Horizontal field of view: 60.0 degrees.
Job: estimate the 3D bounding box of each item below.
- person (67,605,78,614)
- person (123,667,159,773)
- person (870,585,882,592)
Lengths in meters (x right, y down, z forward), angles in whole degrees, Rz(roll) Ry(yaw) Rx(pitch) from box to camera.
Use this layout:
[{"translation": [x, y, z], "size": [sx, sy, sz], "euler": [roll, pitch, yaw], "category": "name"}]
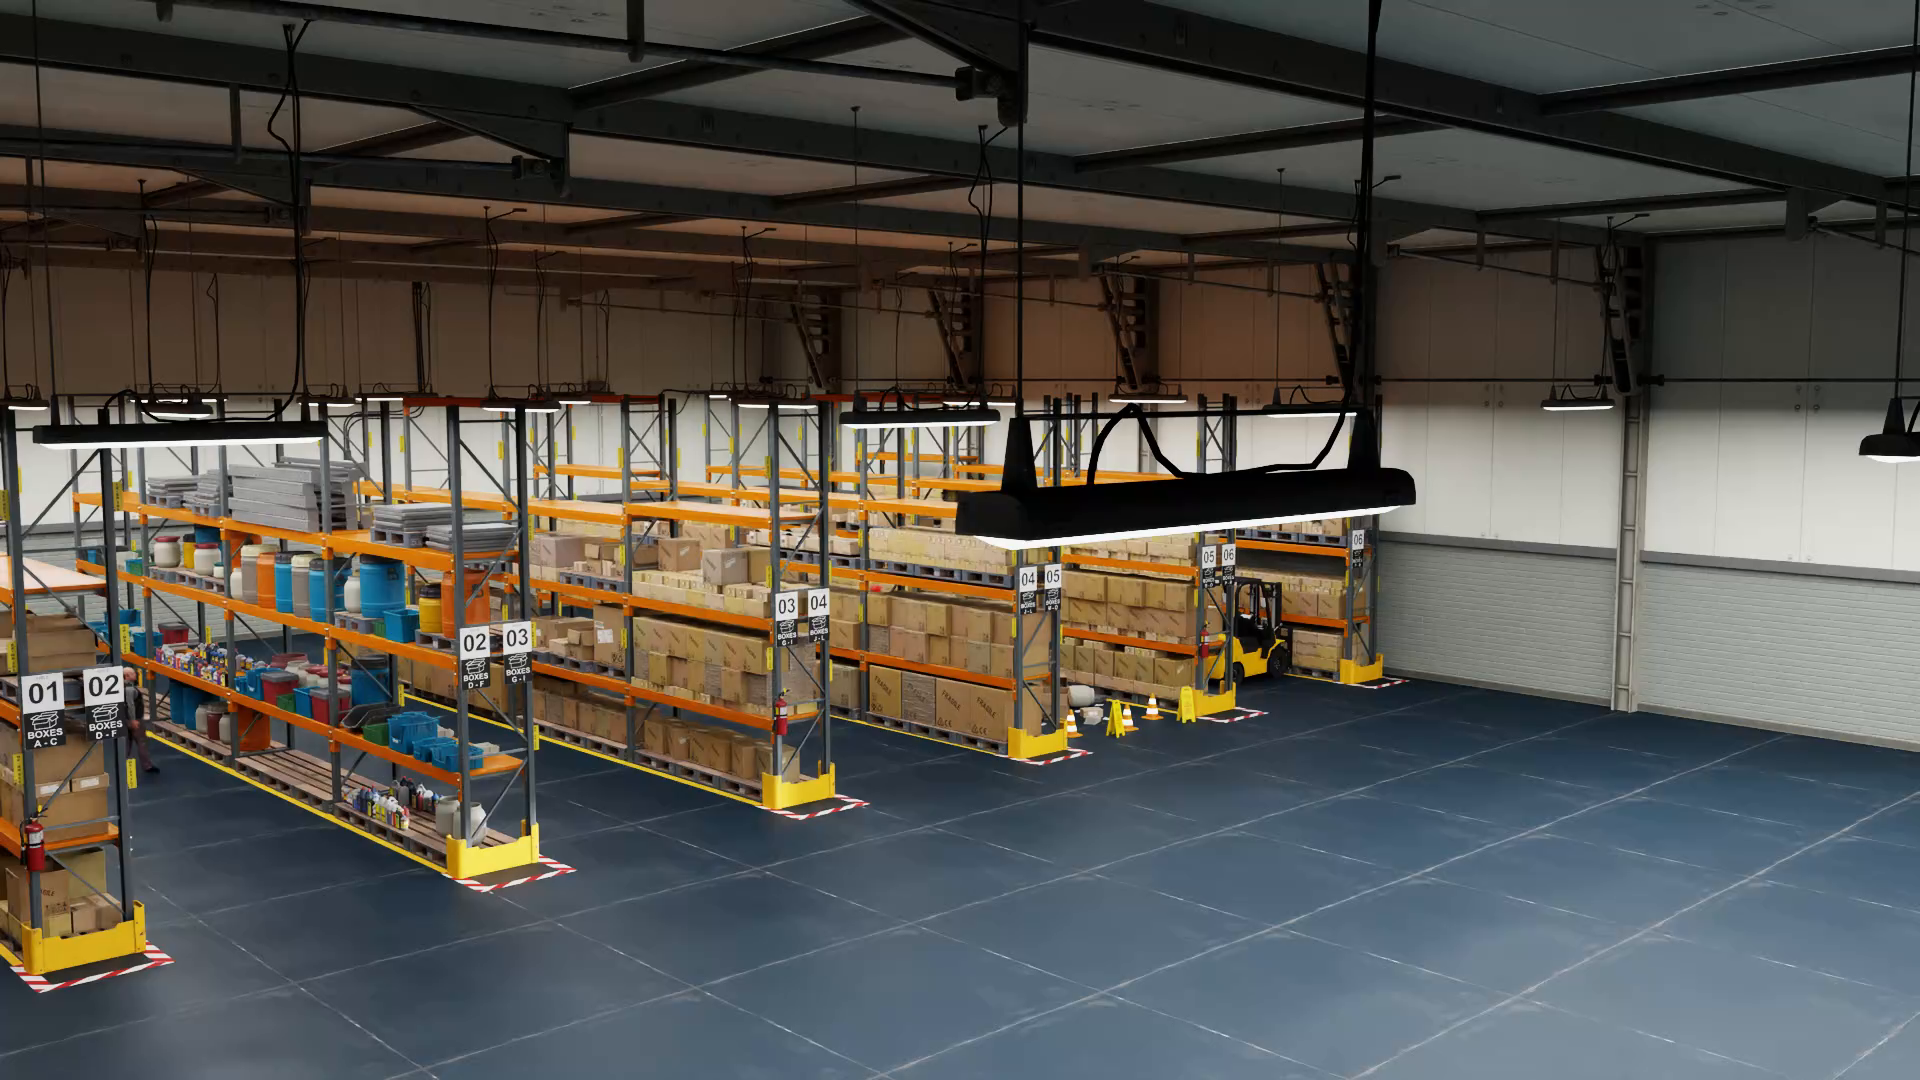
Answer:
[{"translation": [-18.207, 2.154, 34.403], "size": [0.438, 1.678, 0.499], "euler": [-4, 7, -33], "category": "person"}, {"translation": [-13.276, 2.891, 26.764], "size": [0.545, 1.717, 0.550], "euler": [4, 7, 34], "category": "person"}, {"translation": [-1.715, 1.799, 34.722], "size": [0.604, 1.778, 0.496], "euler": [0, 6, -2], "category": "person"}]
